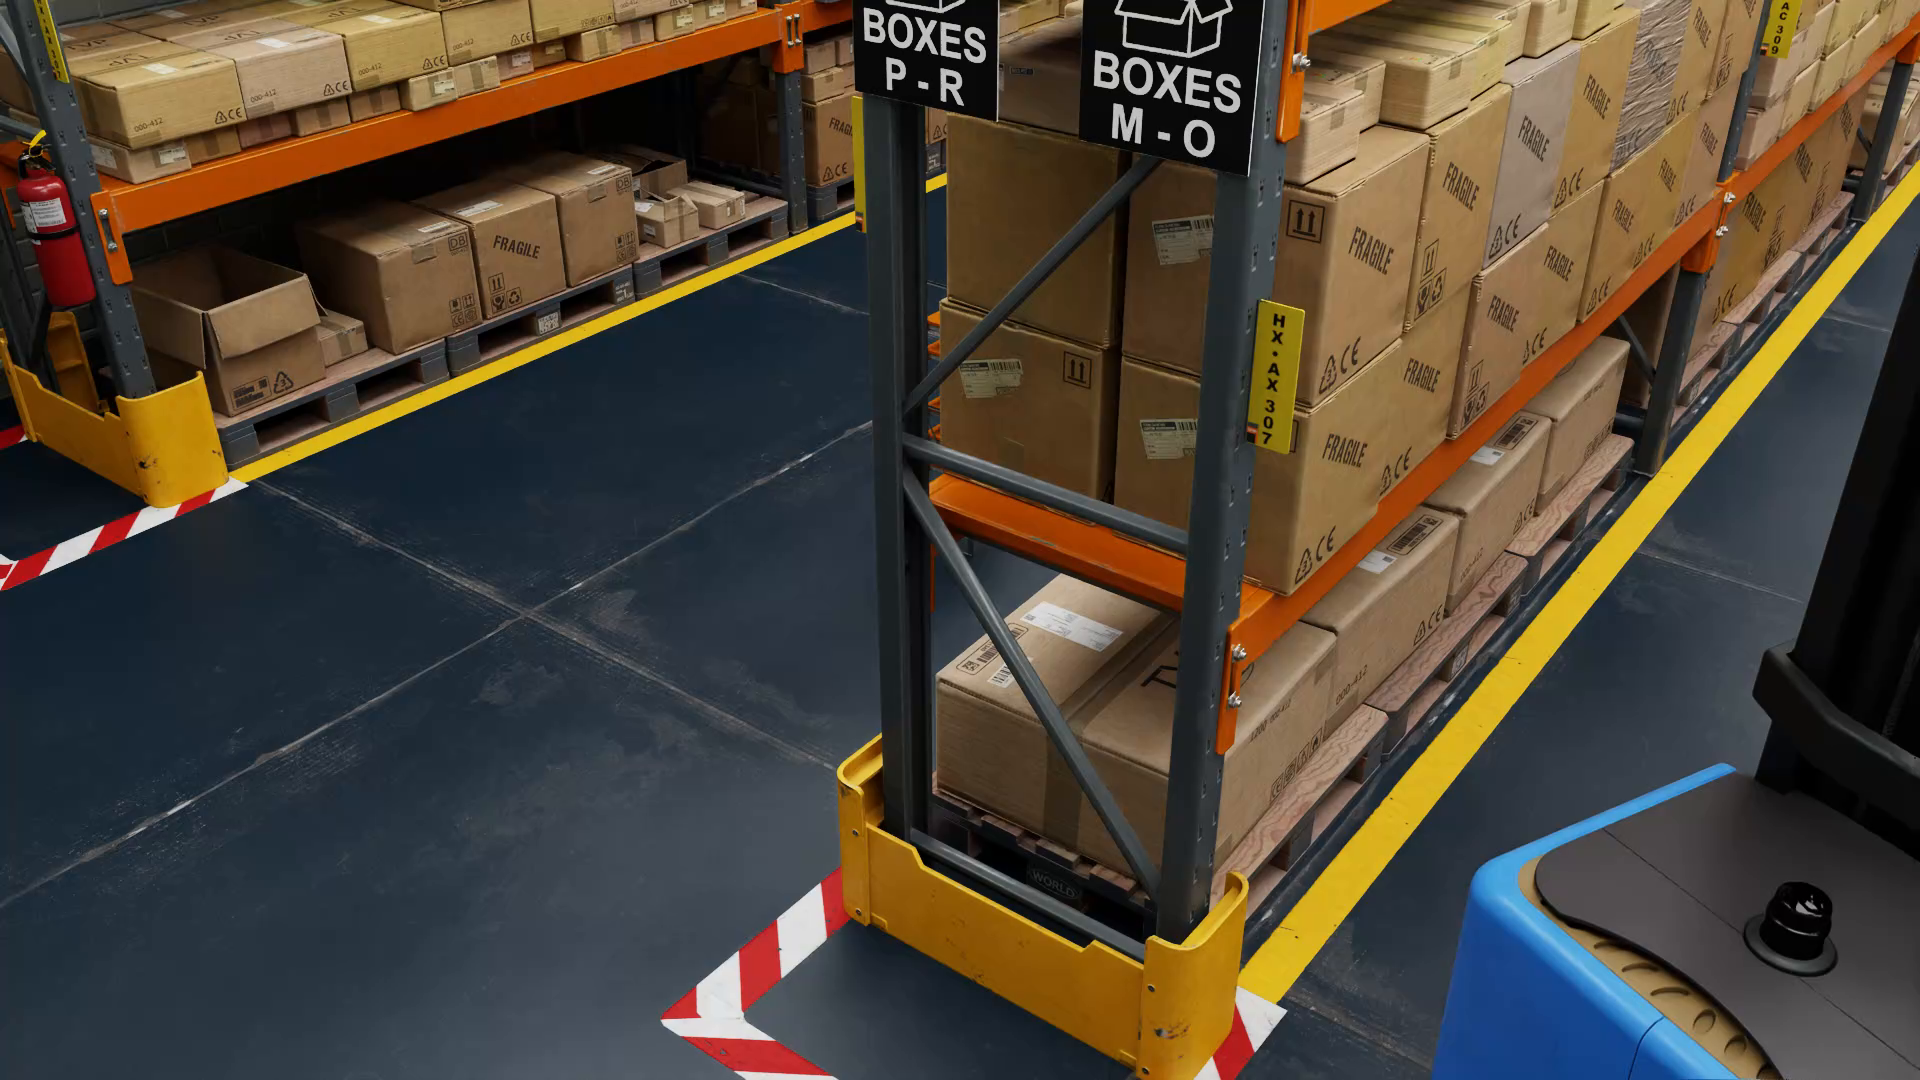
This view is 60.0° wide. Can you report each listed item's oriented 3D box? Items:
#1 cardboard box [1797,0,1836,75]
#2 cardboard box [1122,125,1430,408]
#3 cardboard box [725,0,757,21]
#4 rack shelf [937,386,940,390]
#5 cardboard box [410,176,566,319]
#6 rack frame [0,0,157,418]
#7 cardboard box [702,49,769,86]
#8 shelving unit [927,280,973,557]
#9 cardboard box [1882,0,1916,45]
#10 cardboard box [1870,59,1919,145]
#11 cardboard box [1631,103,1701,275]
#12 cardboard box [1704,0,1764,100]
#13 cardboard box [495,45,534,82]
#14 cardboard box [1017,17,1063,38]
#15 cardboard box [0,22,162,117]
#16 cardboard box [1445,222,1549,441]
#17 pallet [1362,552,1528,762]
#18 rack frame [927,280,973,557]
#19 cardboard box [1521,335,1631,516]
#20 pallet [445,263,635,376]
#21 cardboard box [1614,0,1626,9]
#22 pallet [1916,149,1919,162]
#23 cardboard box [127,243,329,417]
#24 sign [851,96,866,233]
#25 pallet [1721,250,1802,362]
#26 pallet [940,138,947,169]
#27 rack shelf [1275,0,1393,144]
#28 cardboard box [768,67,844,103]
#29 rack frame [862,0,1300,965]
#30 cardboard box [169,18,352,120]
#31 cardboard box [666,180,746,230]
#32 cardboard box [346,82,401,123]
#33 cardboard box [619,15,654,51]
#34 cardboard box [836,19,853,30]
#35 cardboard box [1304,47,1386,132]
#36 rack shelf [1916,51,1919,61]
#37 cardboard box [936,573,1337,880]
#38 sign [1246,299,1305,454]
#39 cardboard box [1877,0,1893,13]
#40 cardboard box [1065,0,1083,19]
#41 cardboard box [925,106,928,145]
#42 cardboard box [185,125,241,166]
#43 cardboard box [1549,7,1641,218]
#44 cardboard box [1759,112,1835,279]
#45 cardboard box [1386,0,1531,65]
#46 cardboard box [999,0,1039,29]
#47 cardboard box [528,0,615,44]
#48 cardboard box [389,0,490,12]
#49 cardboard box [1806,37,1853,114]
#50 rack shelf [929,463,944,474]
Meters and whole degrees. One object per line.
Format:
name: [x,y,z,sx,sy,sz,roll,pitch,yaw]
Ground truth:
cardboard box: [3.410,-2.191,7.162,0.500,0.250,0.500,22,37,32]
cardboard box: [0.730,-0.683,3.881,0.500,0.500,0.500,20,36,30]
cardboard box: [-1.323,-2.939,9.013,0.380,0.149,0.250,22,37,32]
rack shelf: [0.009,-0.587,6.416,0.258,0.103,0.180,21,37,31]
cardboard box: [-2.356,-1.473,8.332,0.500,0.500,0.500,22,37,32]
rack frame: [-3.747,-1.628,6.555,1.000,3.000,0.127,21,37,31]
cardboard box: [-1.340,-2.877,10.066,0.380,0.149,0.250,20,36,29]
shelving unit: [0.009,-0.522,6.454,0.258,1.200,0.189,21,37,31]
cardboard box: [4.648,-2.791,8.665,0.500,0.250,0.500,22,37,32]
cardboard box: [5.830,-2.933,10.922,0.950,0.372,0.625,20,36,30]
cardboard box: [2.245,-1.293,5.891,0.500,0.500,0.500,20,36,30]
cardboard box: [2.563,-1.924,5.976,0.500,0.500,0.500,21,36,31]
cardboard box: [-2.269,-2.317,7.964,0.380,0.149,0.250,21,37,31]
cardboard box: [0.374,-3.333,11.472,0.500,0.500,0.500,23,38,33]
cardboard box: [-3.680,-1.960,6.971,0.500,0.250,0.500,22,37,33]
cardboard box: [1.336,-0.667,4.836,0.500,0.500,0.500,21,37,31]
pallet: [1.370,0.255,6.113,1.003,0.211,1.213,21,37,31]
rack frame: [-0.047,-0.485,6.391,0.240,1.200,0.006,21,37,31]
cardboard box: [2.163,-0.584,6.895,0.875,0.438,0.875,21,36,31]
pallet: [-2.483,-1.277,8.699,1.003,0.211,1.213,21,37,31]
cardboard box: [1.737,-1.652,4.881,0.380,0.149,0.250,21,37,31]
pallet: [6.252,-2.965,11.546,1.003,0.211,1.213,21,37,31]
cardboard box: [-3.302,-0.954,7.455,0.797,0.503,0.637,20,36,29]
sign: [-0.211,-0.875,3.916,0.100,0.325,0.005,21,37,31]
pallet: [3.769,-1.363,8.843,1.003,0.211,1.213,21,37,31]
pallet: [-0.135,-2.895,11.427,1.003,0.211,1.213,21,37,31]
rack shelf: [1.420,-1.896,4.770,1.077,0.370,4.000,21,37,31]
cardboard box: [-0.903,-2.702,9.771,0.380,0.149,0.250,23,38,33]
rack frame: [0.213,-0.102,3.980,1.000,3.000,0.127,21,37,31]
cardboard box: [-2.954,-1.998,7.035,0.500,0.250,0.500,22,37,32]
cardboard box: [-1.434,-1.891,9.384,0.380,0.149,0.250,20,36,30]
cardboard box: [-2.725,-1.998,7.426,0.380,0.149,0.250,22,37,32]
cardboard box: [-1.781,-2.615,8.466,0.380,0.149,0.250,22,37,33]
cardboard box: [-0.703,-3.294,10.770,0.380,0.149,0.250,22,37,33]
cardboard box: [0.749,-1.042,3.851,0.380,0.149,0.250,22,37,32]
rack shelf: [6.249,-3.857,11.022,1.077,0.370,4.000,21,37,31]
cardboard box: [0.532,0.520,5.031,0.875,0.438,0.875,20,36,30]
sign: [0.652,-0.335,3.447,0.100,0.325,0.005,21,37,31]
cardboard box: [4.353,-2.805,8.198,0.500,0.250,0.500,20,36,30]
cardboard box: [0.493,-1.303,4.292,0.380,0.149,0.250,21,36,31]
cardboard box: [-0.547,-2.706,10.414,0.500,0.500,0.500,21,36,31]
cardboard box: [-3.213,-1.687,6.901,0.380,0.149,0.250,22,37,32]
cardboard box: [1.641,-1.310,4.939,0.500,0.500,0.500,21,37,31]
cardboard box: [4.017,-2.004,8.861,0.875,0.875,0.875,22,37,32]
cardboard box: [1.259,-1.348,4.367,0.380,0.149,0.250,22,37,32]
cardboard box: [0.306,-3.577,11.247,0.380,0.149,0.250,21,36,31]
cardboard box: [-2.047,-2.629,8.099,0.500,0.250,0.500,21,36,31]
cardboard box: [-2.353,-2.726,7.527,0.500,0.500,0.500,22,37,32]
cardboard box: [3.737,-2.175,7.625,0.500,0.250,0.500,21,36,31]
rack shelf: [0.009,-0.277,6.599,0.258,0.103,0.180,21,37,31]
